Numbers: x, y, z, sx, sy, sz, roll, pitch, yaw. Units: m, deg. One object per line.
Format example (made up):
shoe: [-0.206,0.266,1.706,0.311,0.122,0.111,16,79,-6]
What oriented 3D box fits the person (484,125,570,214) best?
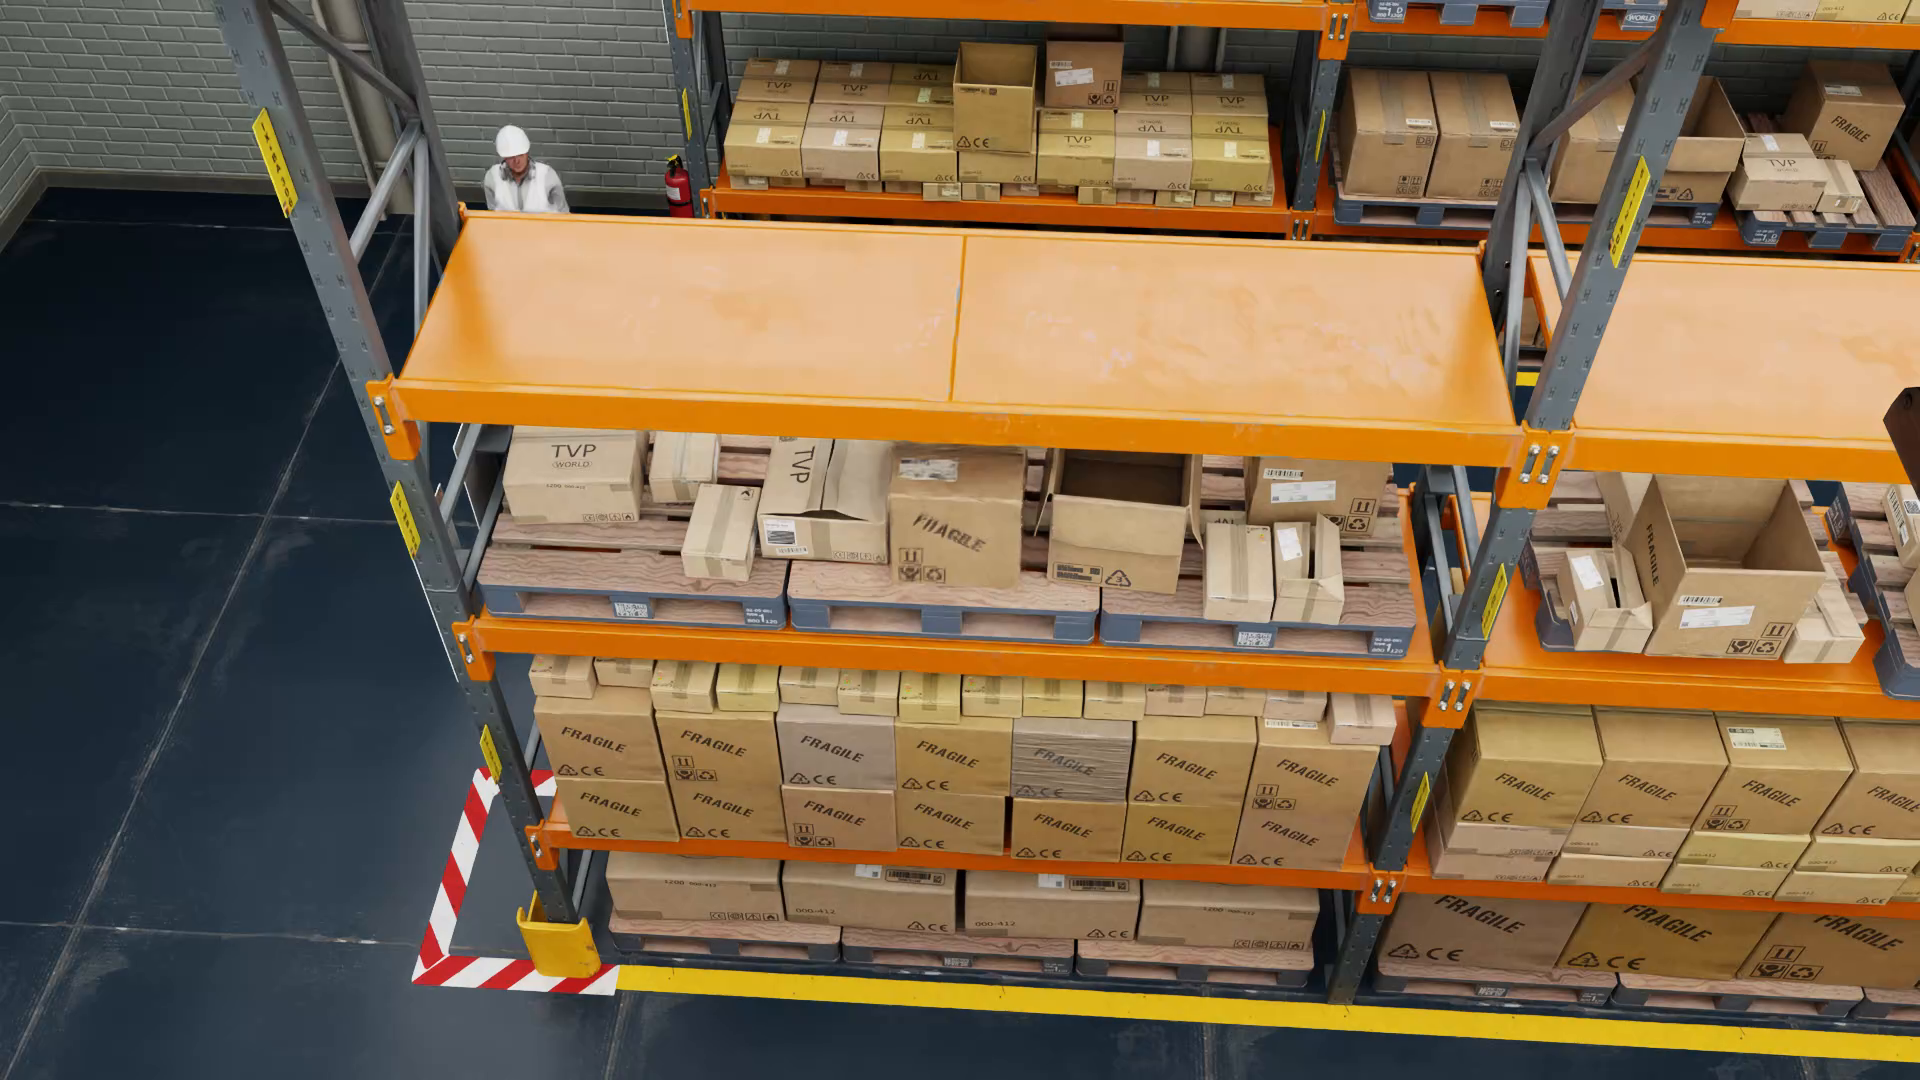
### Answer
person: [-2.917,-2.081,11.421,0.542,1.761,0.664,1,48,1]
